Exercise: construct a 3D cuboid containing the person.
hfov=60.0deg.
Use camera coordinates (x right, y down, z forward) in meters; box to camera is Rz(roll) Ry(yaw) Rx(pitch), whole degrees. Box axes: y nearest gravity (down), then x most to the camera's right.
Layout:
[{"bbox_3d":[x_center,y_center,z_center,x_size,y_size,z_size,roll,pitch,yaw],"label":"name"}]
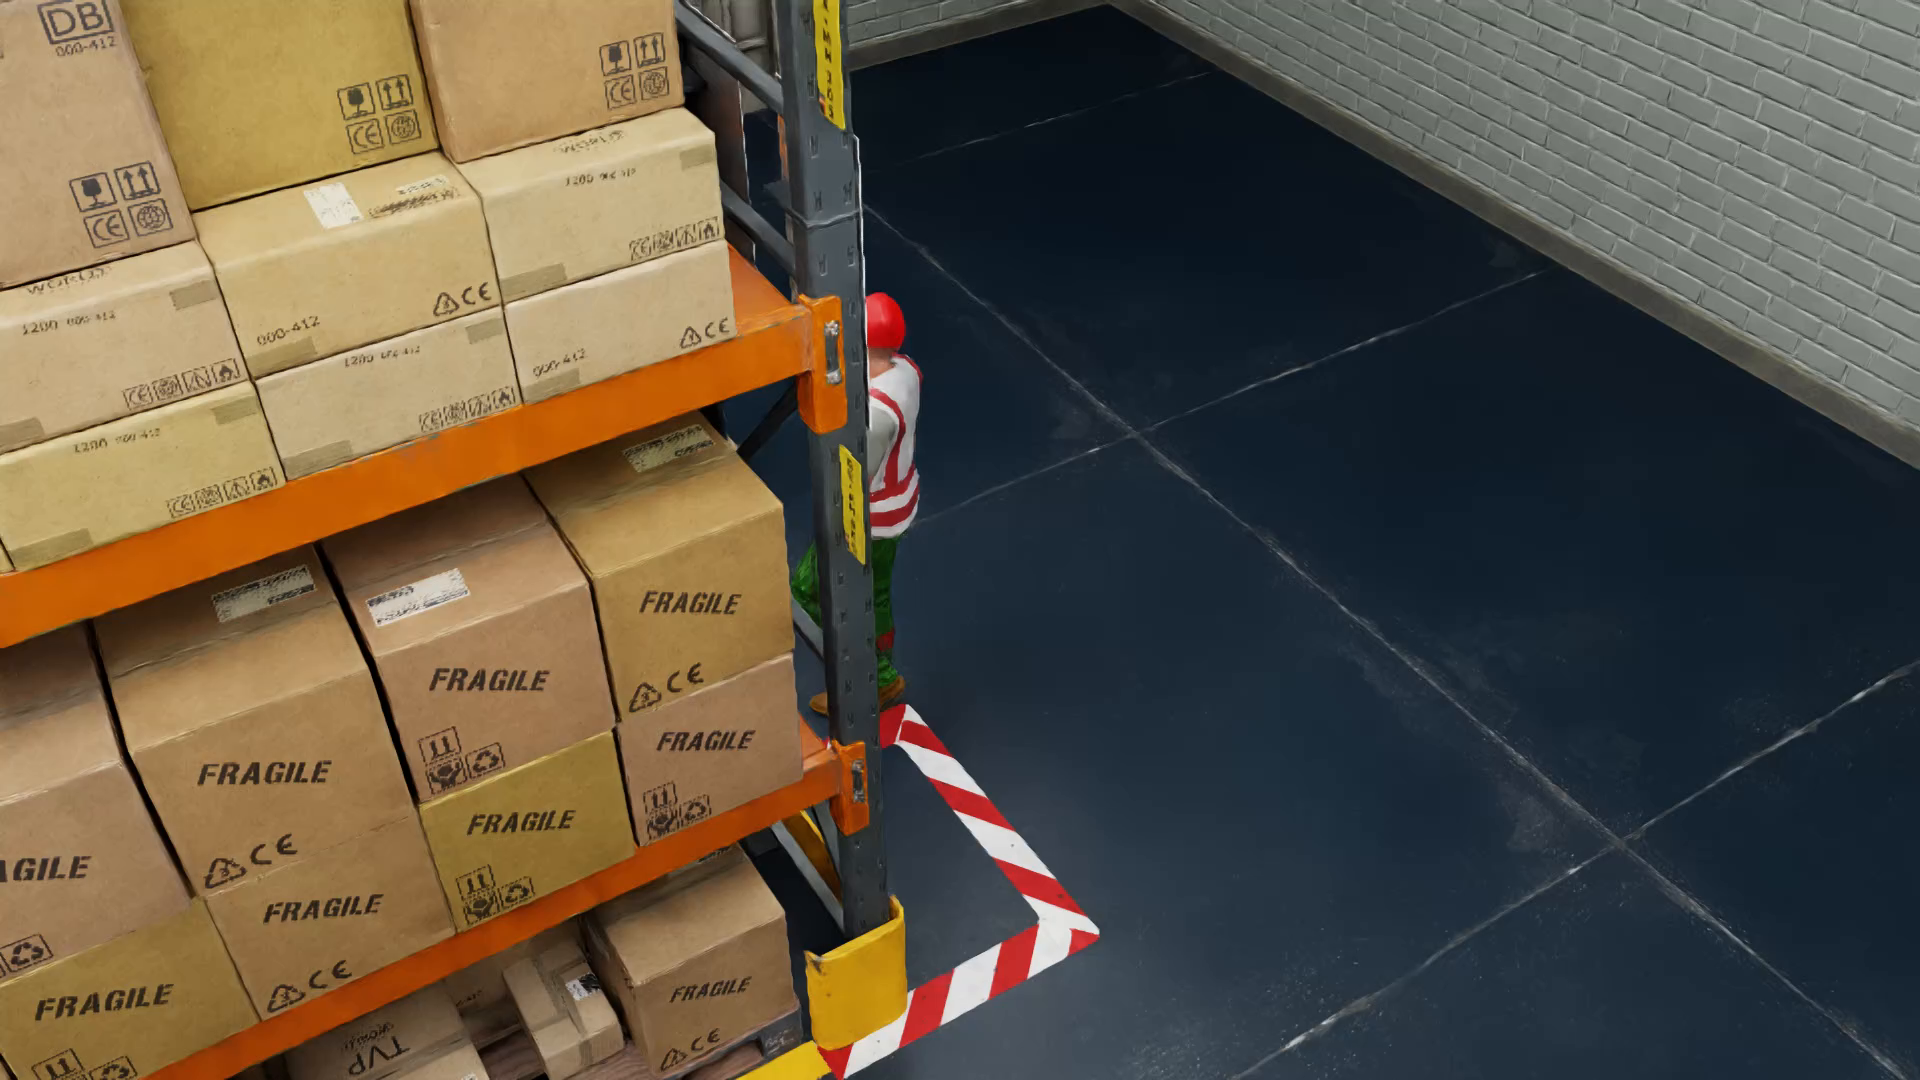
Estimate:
[{"bbox_3d":[-0.395,-0.089,6.244,0.465,1.771,0.681,7,41,8],"label":"person"}]
